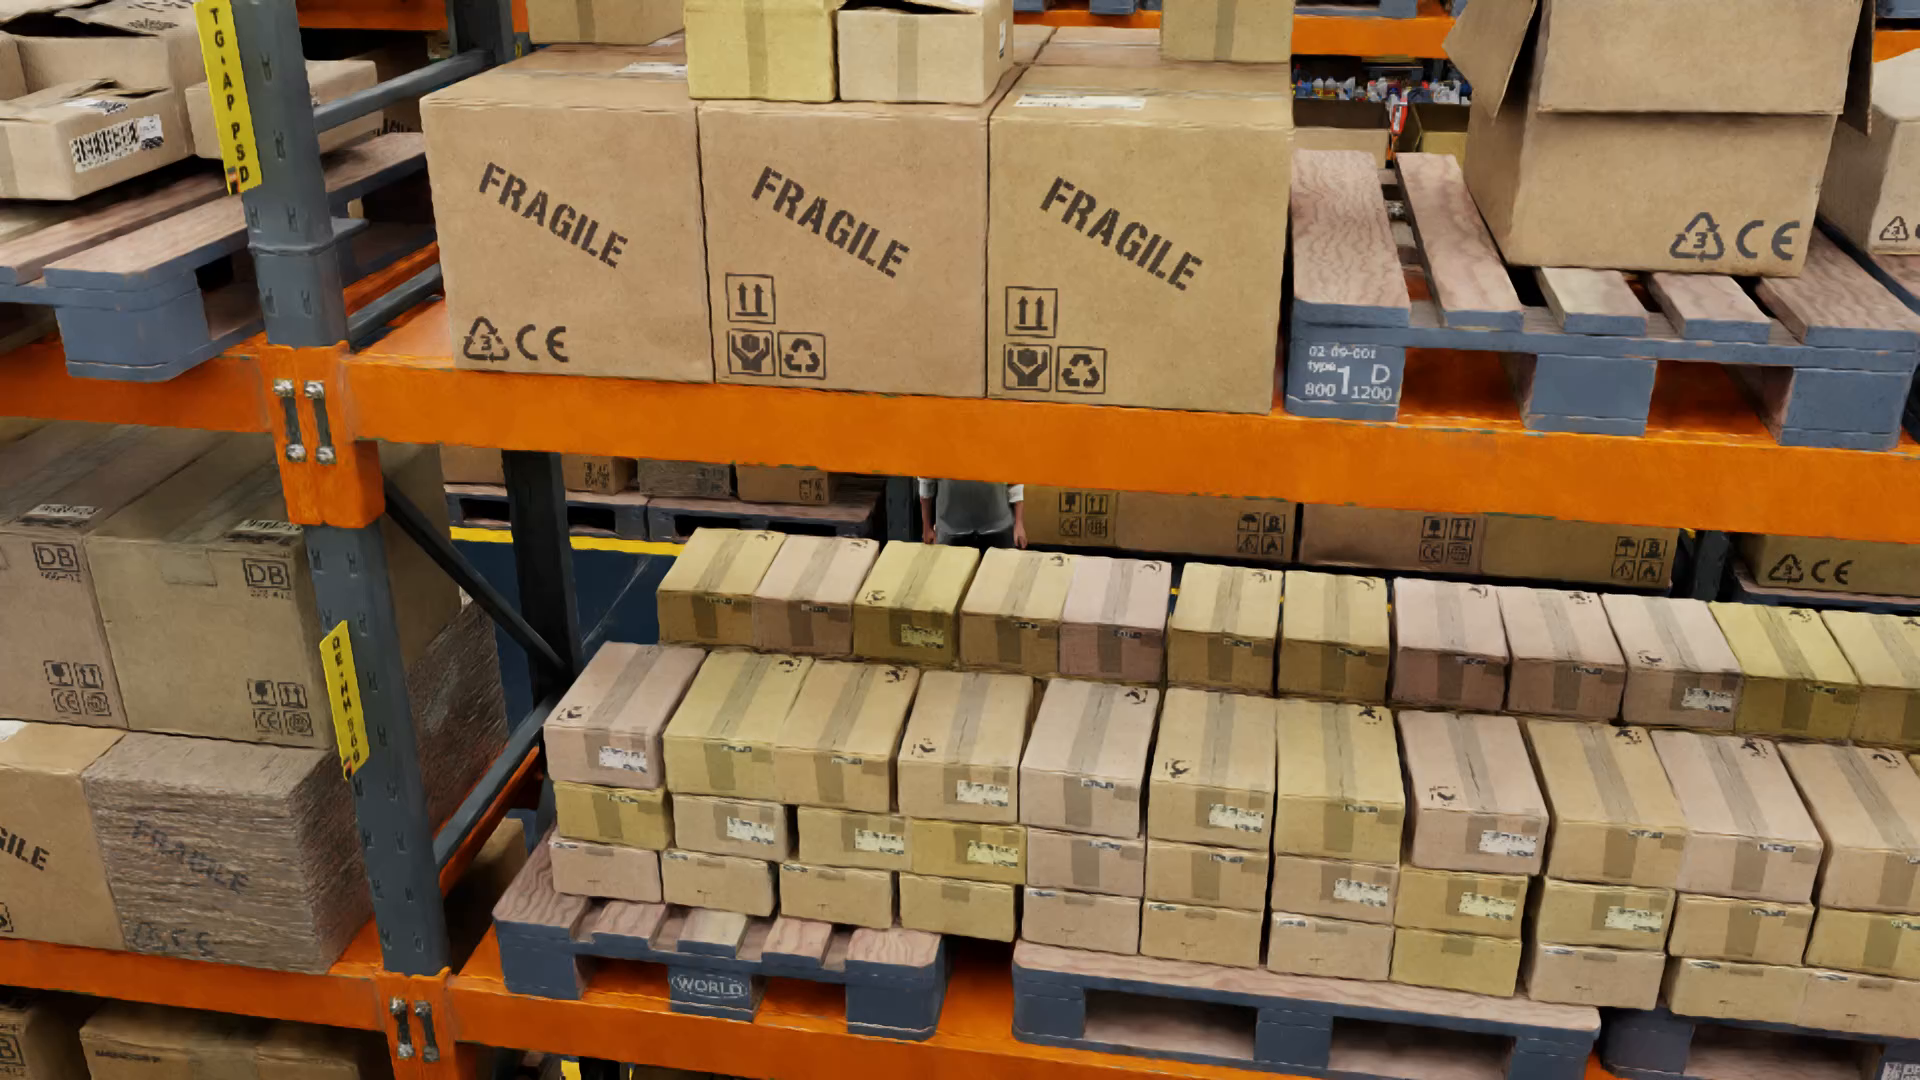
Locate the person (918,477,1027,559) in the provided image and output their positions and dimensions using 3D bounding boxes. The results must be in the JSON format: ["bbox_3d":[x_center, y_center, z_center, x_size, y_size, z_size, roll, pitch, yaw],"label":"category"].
[{"bbox_3d":[0.053,-0.047,7.179,0.467,1.591,0.339,0,25,1],"label":"person"}]
